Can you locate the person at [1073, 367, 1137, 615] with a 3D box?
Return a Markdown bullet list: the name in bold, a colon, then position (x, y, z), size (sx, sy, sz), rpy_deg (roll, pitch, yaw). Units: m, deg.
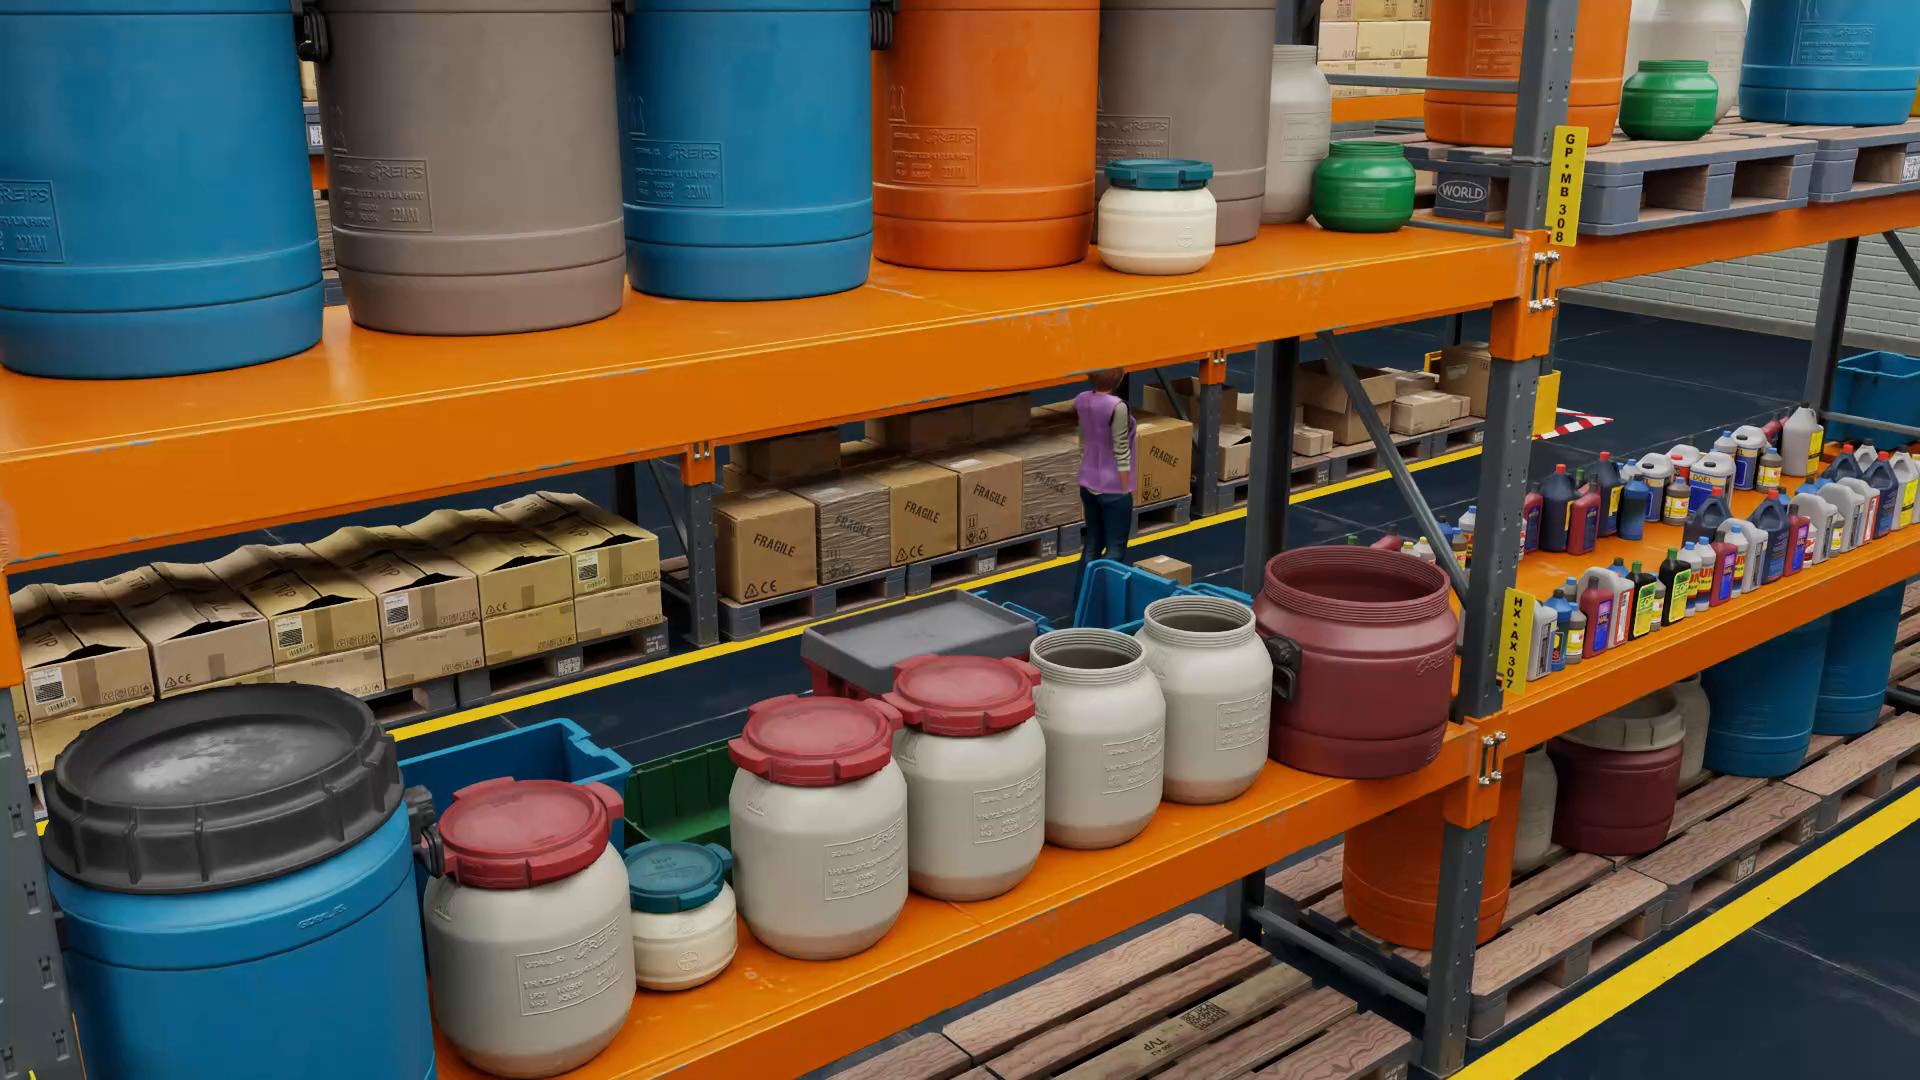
- **person**: position (0.819, -0.277, 9.475), size (0.313, 1.606, 0.406), rpy_deg (-13, 22, -35)
